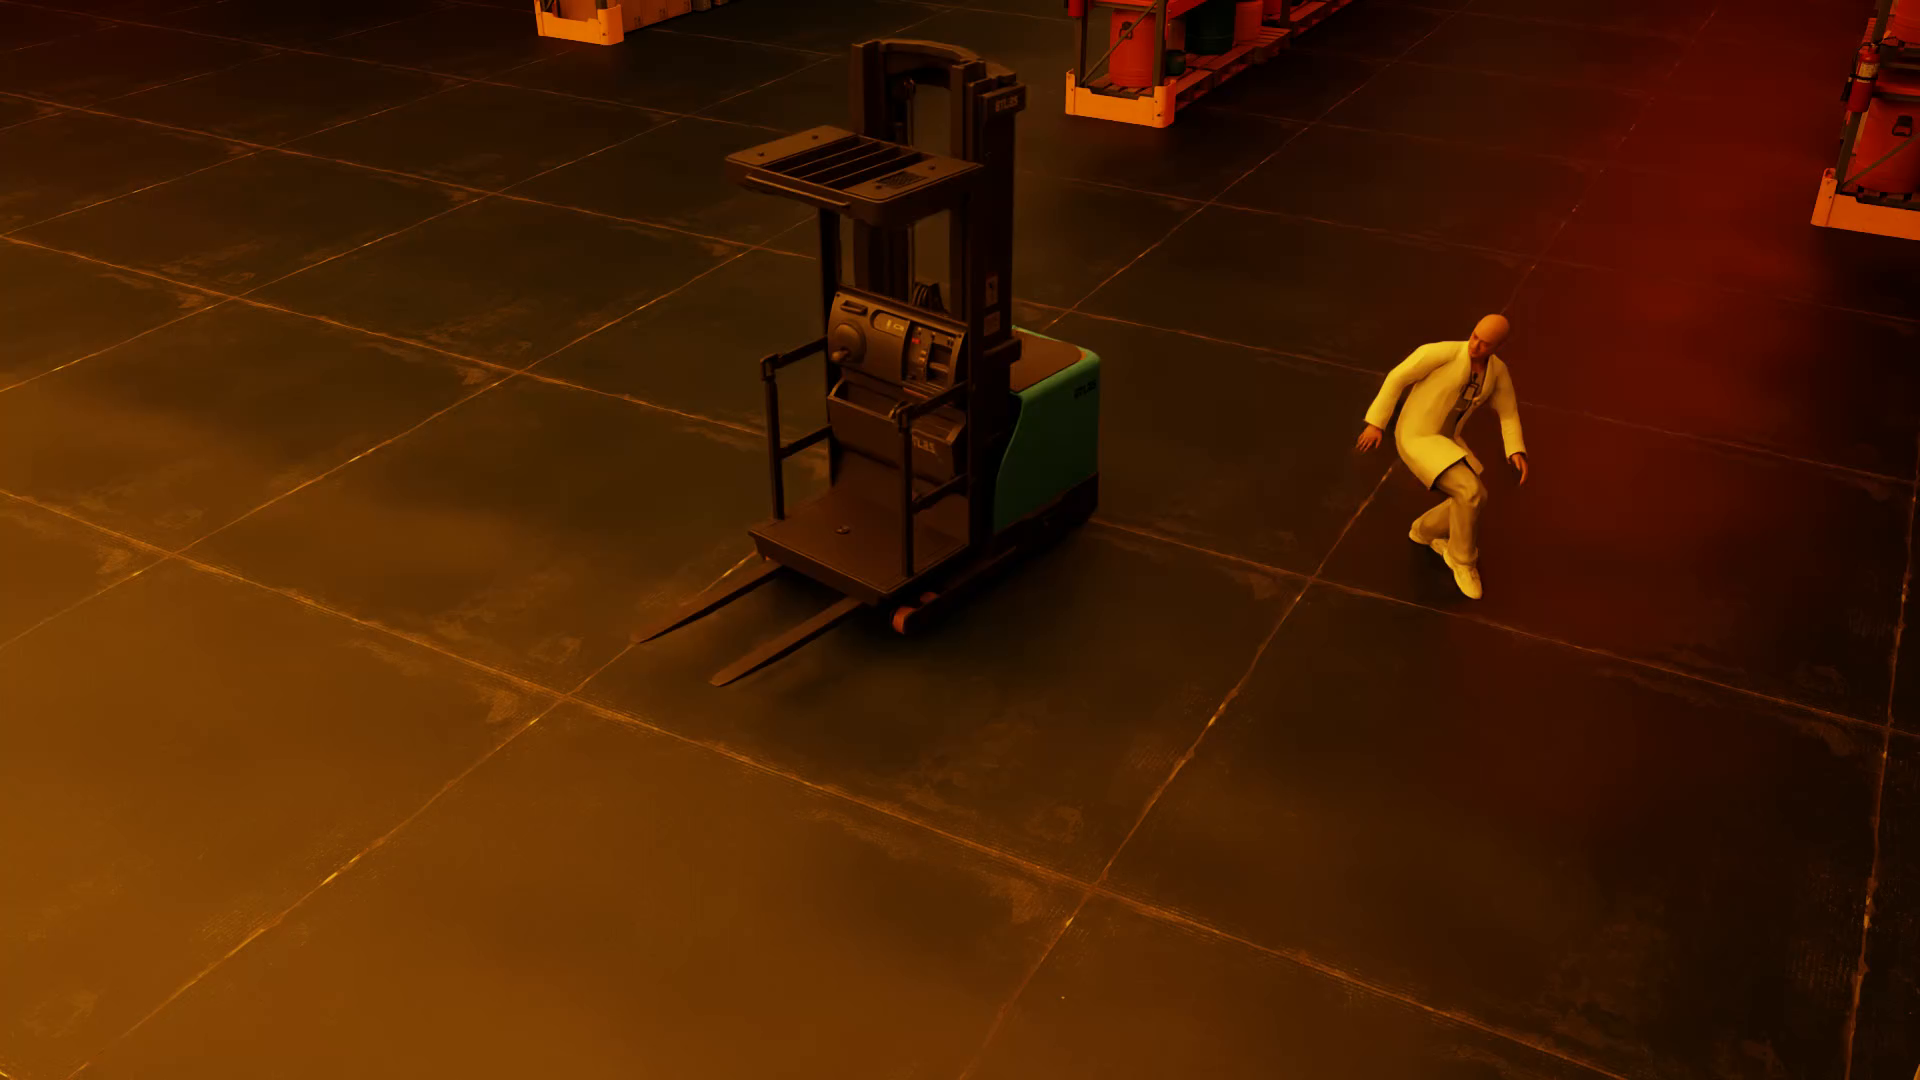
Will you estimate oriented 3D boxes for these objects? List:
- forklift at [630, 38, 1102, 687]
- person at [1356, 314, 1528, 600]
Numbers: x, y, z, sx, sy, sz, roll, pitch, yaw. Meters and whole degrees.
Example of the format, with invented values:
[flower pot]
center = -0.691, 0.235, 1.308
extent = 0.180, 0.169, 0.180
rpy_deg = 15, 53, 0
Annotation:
[forklift]
center = -0.487, -1.030, 8.854
extent = 1.130, 2.935, 3.031
rpy_deg = 23, 37, 34
[person]
center = 2.779, -0.501, 9.331
extent = 0.808, 1.576, 0.796
rpy_deg = -18, 34, -28
